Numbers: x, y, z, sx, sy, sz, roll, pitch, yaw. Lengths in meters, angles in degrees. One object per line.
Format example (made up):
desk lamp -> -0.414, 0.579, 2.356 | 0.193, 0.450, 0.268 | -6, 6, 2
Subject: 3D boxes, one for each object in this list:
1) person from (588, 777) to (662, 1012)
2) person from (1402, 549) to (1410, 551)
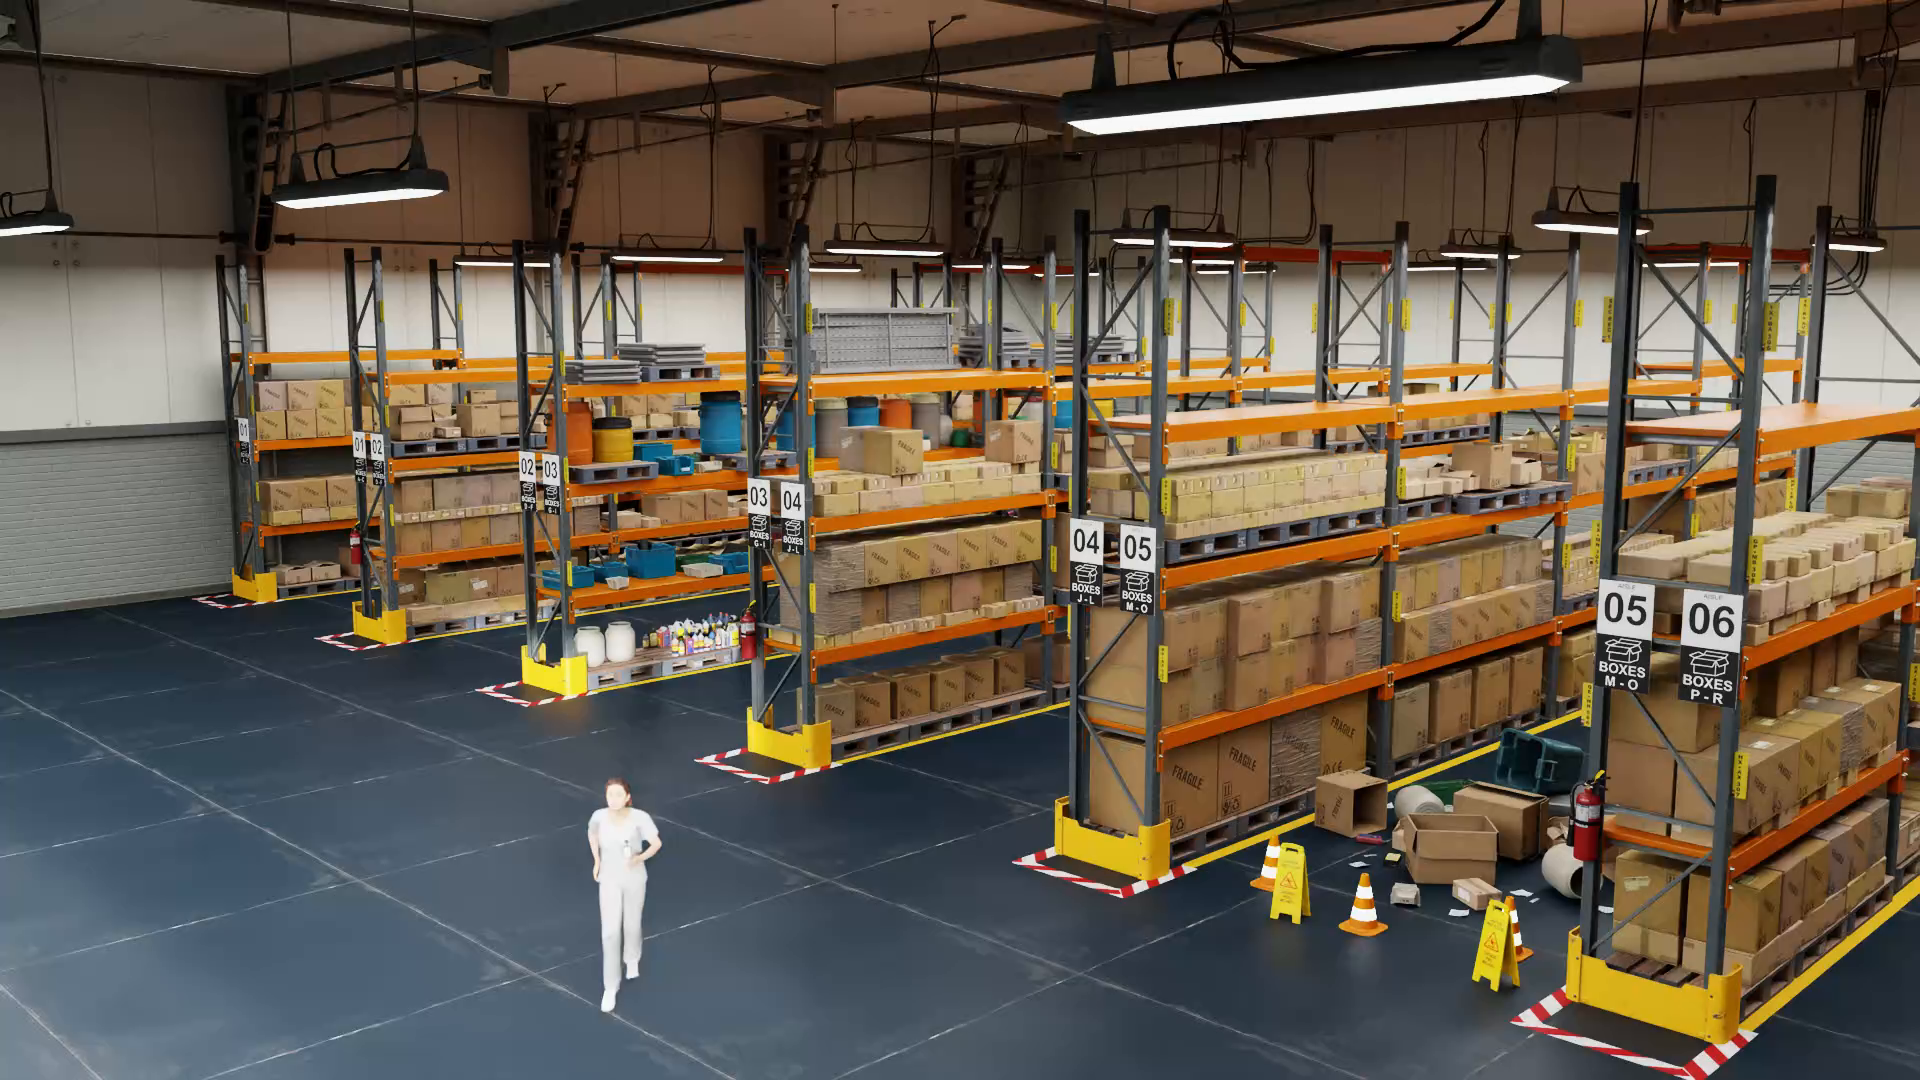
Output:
person -> -2.507, 2.587, 12.470 | 0.561, 1.718, 0.768 | -1, 8, -6
person -> 6.380, 0.949, 23.911 | 0.561, 1.680, 0.628 | 5, 10, 32
